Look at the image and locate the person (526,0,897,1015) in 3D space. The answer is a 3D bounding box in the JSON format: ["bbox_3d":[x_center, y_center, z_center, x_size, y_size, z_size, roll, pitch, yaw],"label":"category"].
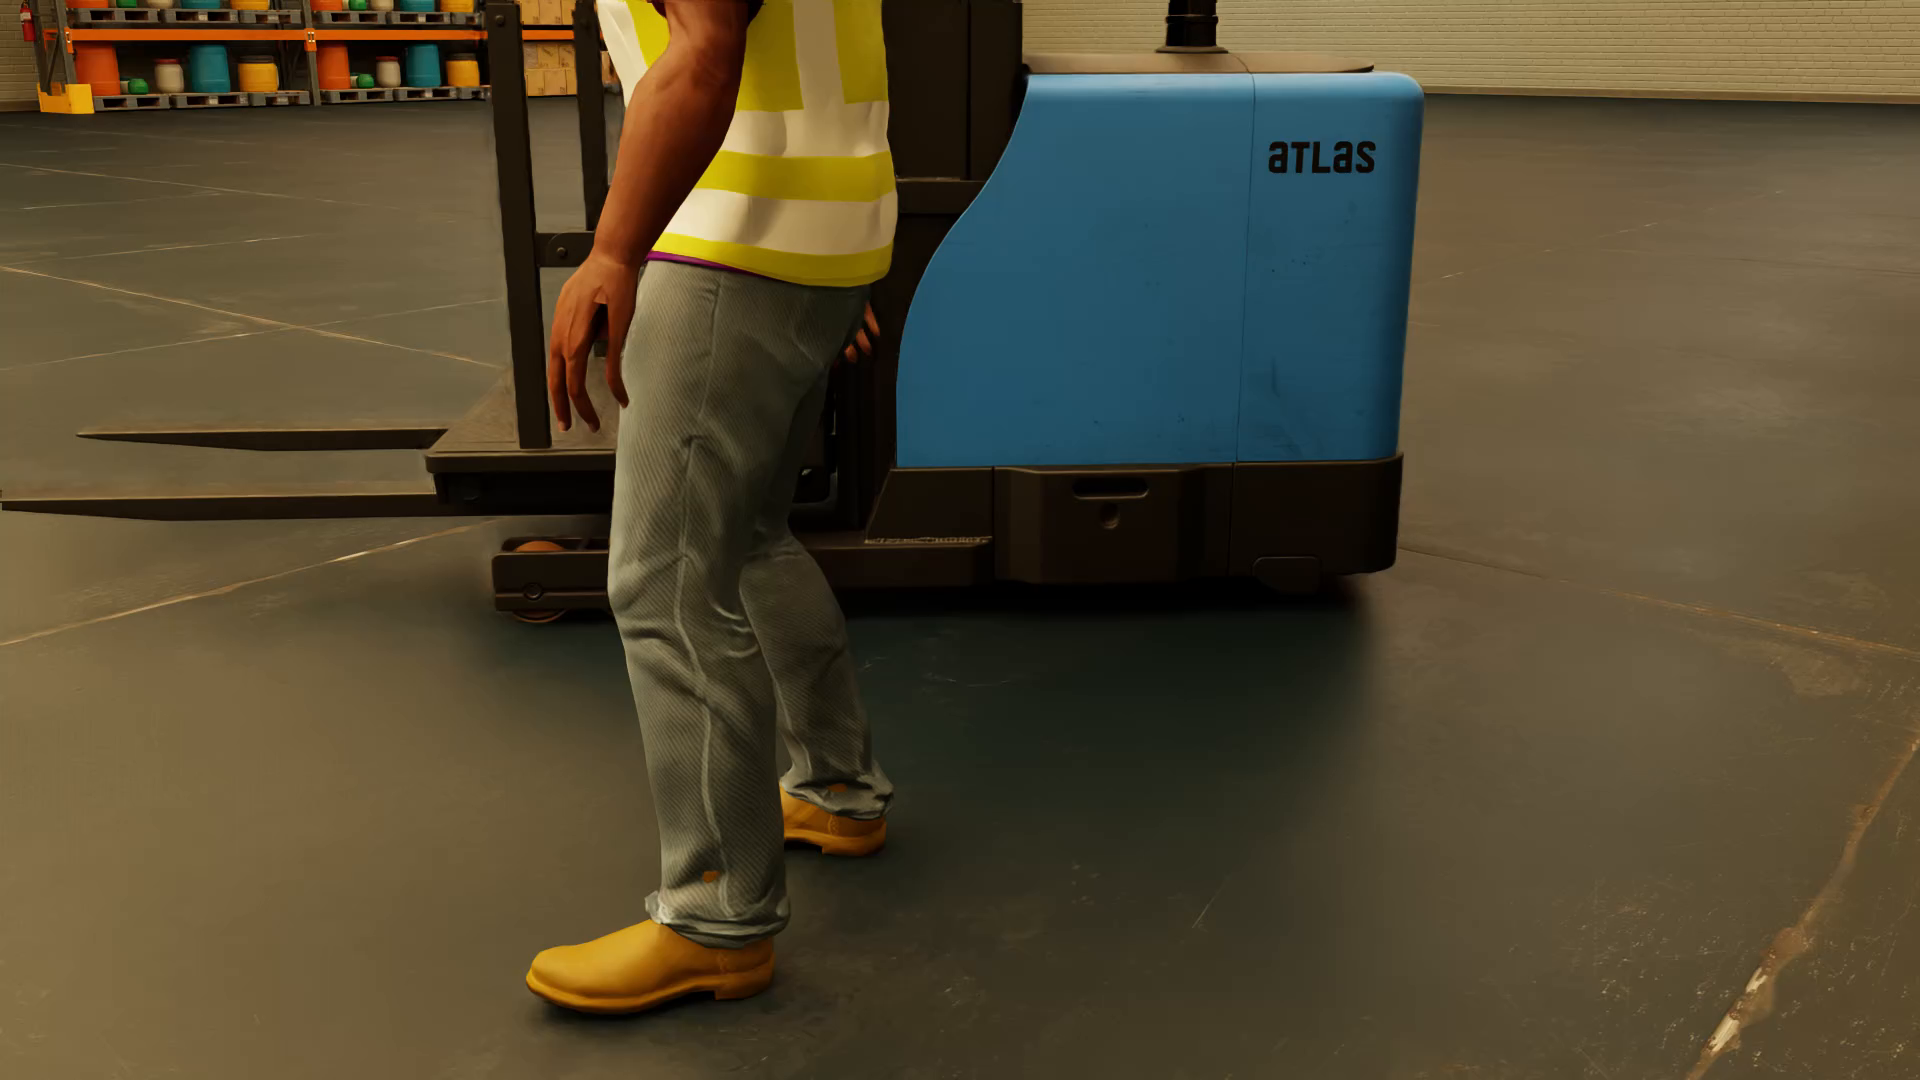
[{"bbox_3d":[-0.299,-0.357,2.127,0.415,1.740,0.816,2,17,6],"label":"person"}]

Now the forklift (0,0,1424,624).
[{"bbox_3d":[-0.610,-1.390,3.476,3.031,2.935,1.130,-1,17,-3],"label":"forklift"}]
